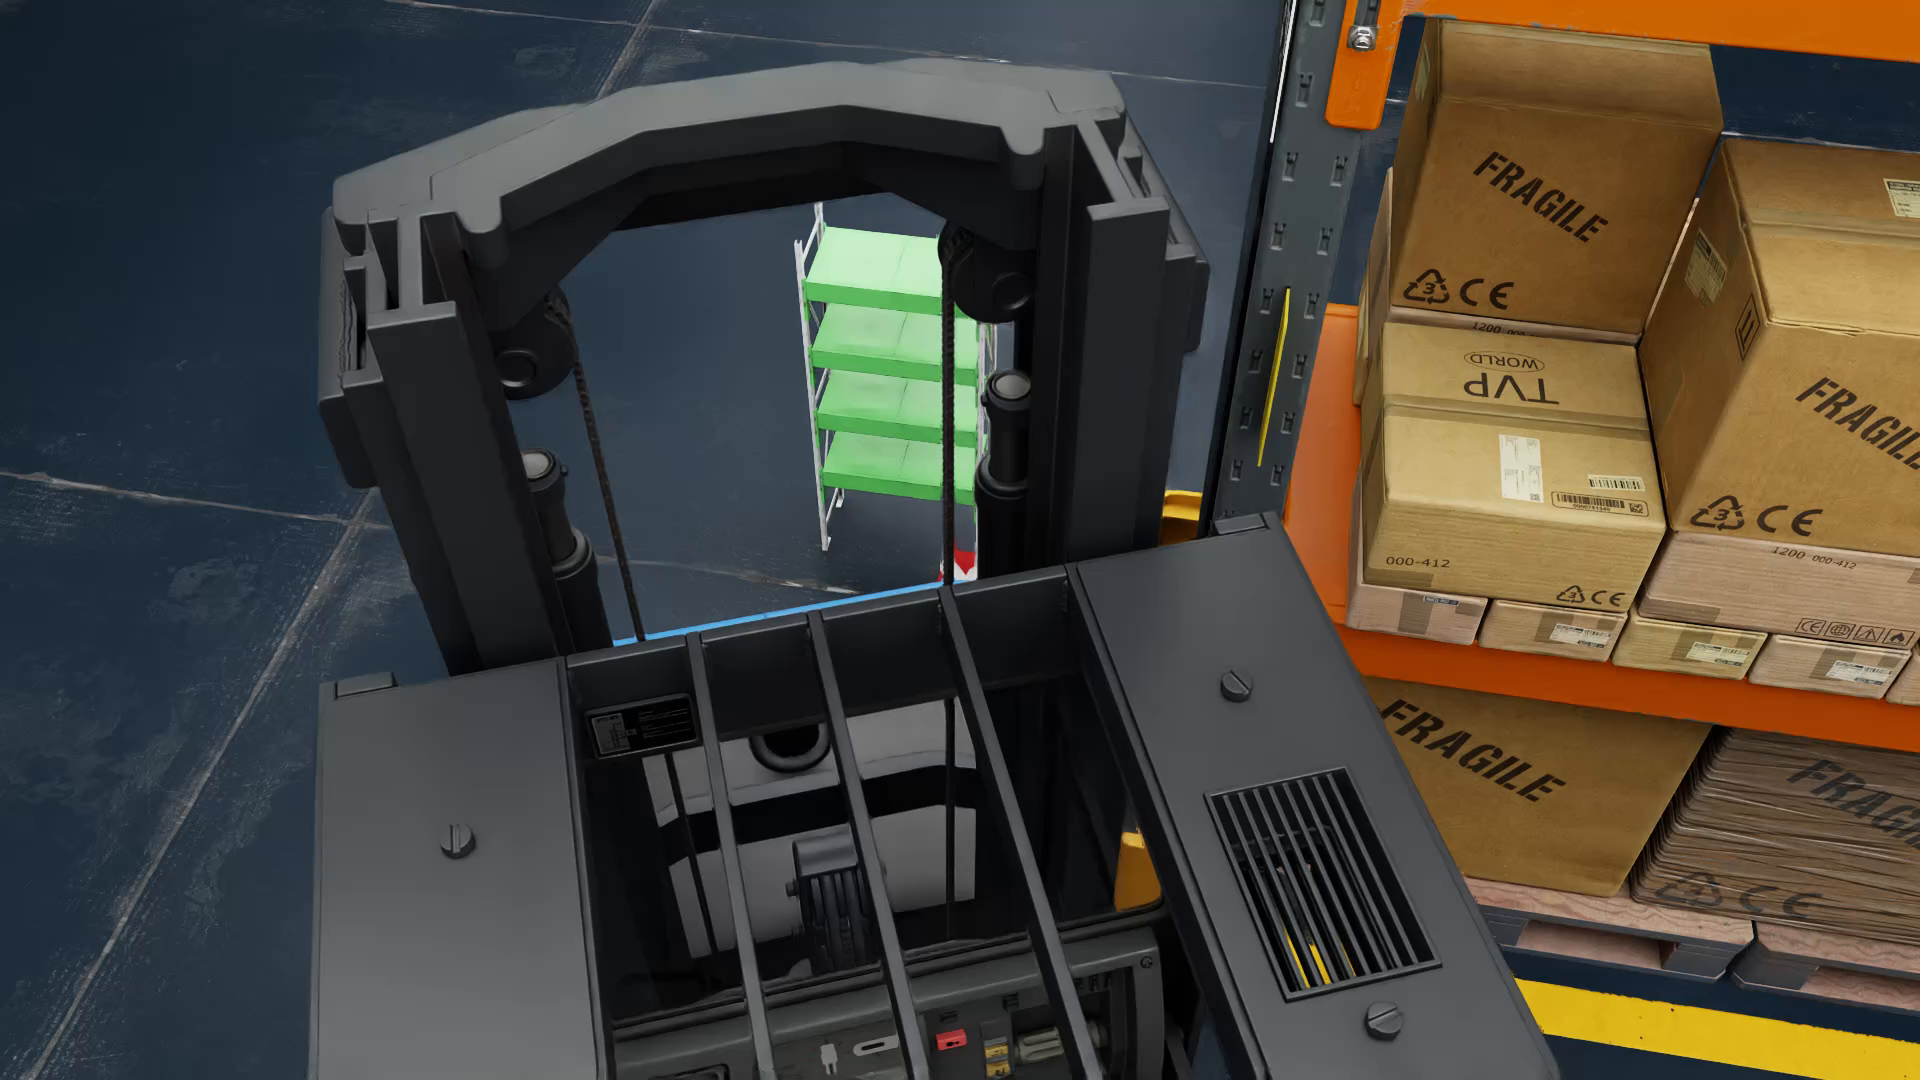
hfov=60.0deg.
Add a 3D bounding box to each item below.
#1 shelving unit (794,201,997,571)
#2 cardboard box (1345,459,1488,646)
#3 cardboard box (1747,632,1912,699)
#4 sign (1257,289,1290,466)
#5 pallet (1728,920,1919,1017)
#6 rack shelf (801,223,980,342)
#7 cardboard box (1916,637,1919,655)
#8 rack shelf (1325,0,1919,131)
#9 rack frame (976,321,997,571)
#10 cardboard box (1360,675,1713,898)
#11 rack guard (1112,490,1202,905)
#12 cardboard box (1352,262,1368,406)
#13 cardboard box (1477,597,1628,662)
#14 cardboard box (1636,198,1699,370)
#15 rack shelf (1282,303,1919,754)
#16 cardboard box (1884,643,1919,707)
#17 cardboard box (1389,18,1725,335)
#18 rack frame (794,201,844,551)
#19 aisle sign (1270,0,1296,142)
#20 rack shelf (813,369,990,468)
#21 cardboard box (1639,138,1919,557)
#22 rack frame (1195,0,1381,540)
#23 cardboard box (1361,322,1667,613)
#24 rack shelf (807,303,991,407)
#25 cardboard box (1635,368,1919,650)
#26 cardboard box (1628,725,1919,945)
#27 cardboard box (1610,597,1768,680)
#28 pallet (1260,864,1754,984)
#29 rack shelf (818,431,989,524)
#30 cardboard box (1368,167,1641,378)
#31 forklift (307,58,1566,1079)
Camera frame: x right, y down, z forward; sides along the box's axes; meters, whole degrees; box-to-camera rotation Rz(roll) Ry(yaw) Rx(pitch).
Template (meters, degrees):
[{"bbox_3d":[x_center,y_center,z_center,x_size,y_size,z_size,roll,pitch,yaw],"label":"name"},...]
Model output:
[{"bbox_3d":[-0.163,-0.423,4.823,0.503,1.200,0.258,8,49,7],"label":"shelving unit"},{"bbox_3d":[0.931,0.010,3.394,0.250,0.149,0.380,8,49,7],"label":"cardboard box"},{"bbox_3d":[1.692,0.110,3.304,0.250,0.149,0.380,7,48,6],"label":"cardboard box"},{"bbox_3d":[0.535,-0.273,2.844,0.005,0.325,0.100,8,49,7],"label":"sign"},{"bbox_3d":[2.638,0.781,4.407,1.213,0.211,1.003,8,49,7],"label":"pallet"},{"bbox_3d":[-0.163,-0.701,4.514,0.480,0.148,0.258,8,49,7],"label":"rack shelf"},{"bbox_3d":[2.071,-0.018,3.150,0.500,0.250,0.500,6,48,6],"label":"cardboard box"},{"bbox_3d":[2.608,-0.860,2.474,4.000,0.370,1.077,8,49,7],"label":"rack shelf"},{"bbox_3d":[0.077,-0.391,4.794,0.015,1.200,0.240,8,49,7],"label":"rack frame"},{"bbox_3d":[1.284,0.233,4.170,0.875,0.875,0.875,8,49,7],"label":"cardboard box"},{"bbox_3d":[0.616,0.469,4.492,0.348,0.500,1.175,8,49,7],"label":"rack guard"},{"bbox_3d":[1.049,-0.473,3.827,0.250,0.149,0.380,9,49,8],"label":"cardboard box"},{"bbox_3d":[1.183,0.043,3.364,0.250,0.149,0.380,7,48,6],"label":"cardboard box"},{"bbox_3d":[1.663,-0.475,3.561,0.500,0.250,0.500,7,48,6],"label":"cardboard box"},{"bbox_3d":[2.608,0.142,3.589,4.000,0.370,1.077,8,49,7],"label":"rack shelf"},{"bbox_3d":[1.942,0.144,3.273,0.250,0.149,0.380,7,48,6],"label":"cardboard box"},{"bbox_3d":[1.166,-0.791,3.341,0.500,0.500,0.500,8,49,7],"label":"cardboard box"},{"bbox_3d":[-0.403,-0.455,4.852,0.015,1.200,0.240,8,49,7],"label":"rack frame"},{"bbox_3d":[0.516,-1.022,2.404,0.004,0.787,0.394,8,49,7],"label":"aisle sign"},{"bbox_3d":[-0.163,-0.380,4.871,0.480,0.148,0.258,8,49,7],"label":"rack shelf"},{"bbox_3d":[1.556,-0.335,2.932,0.500,0.500,0.500,7,48,6],"label":"cardboard box"},{"bbox_3d":[0.640,-0.363,3.559,0.127,3.000,1.000,8,49,7],"label":"rack frame"},{"bbox_3d":[1.064,-0.151,3.270,0.500,0.250,0.500,7,48,6],"label":"cardboard box"},{"bbox_3d":[-0.163,-0.541,4.692,0.480,0.148,0.258,8,49,7],"label":"rack shelf"},{"bbox_3d":[1.577,-0.087,3.212,0.500,0.250,0.500,7,48,6],"label":"cardboard box"},{"bbox_3d":[2.180,0.353,4.062,0.875,0.875,0.875,8,49,7],"label":"cardboard box"},{"bbox_3d":[1.435,0.076,3.334,0.250,0.149,0.380,7,48,6],"label":"cardboard box"},{"bbox_3d":[1.441,0.618,4.553,1.213,0.211,1.003,8,49,7],"label":"pallet"},{"bbox_3d":[-0.163,-0.220,5.049,0.480,0.148,0.258,8,49,7],"label":"rack shelf"},{"bbox_3d":[1.164,-0.542,3.622,0.500,0.250,0.500,7,48,6],"label":"cardboard box"},{"bbox_3d":[-0.085,0.966,2.411,1.130,2.935,3.031,-10,49,-9],"label":"forklift"}]
